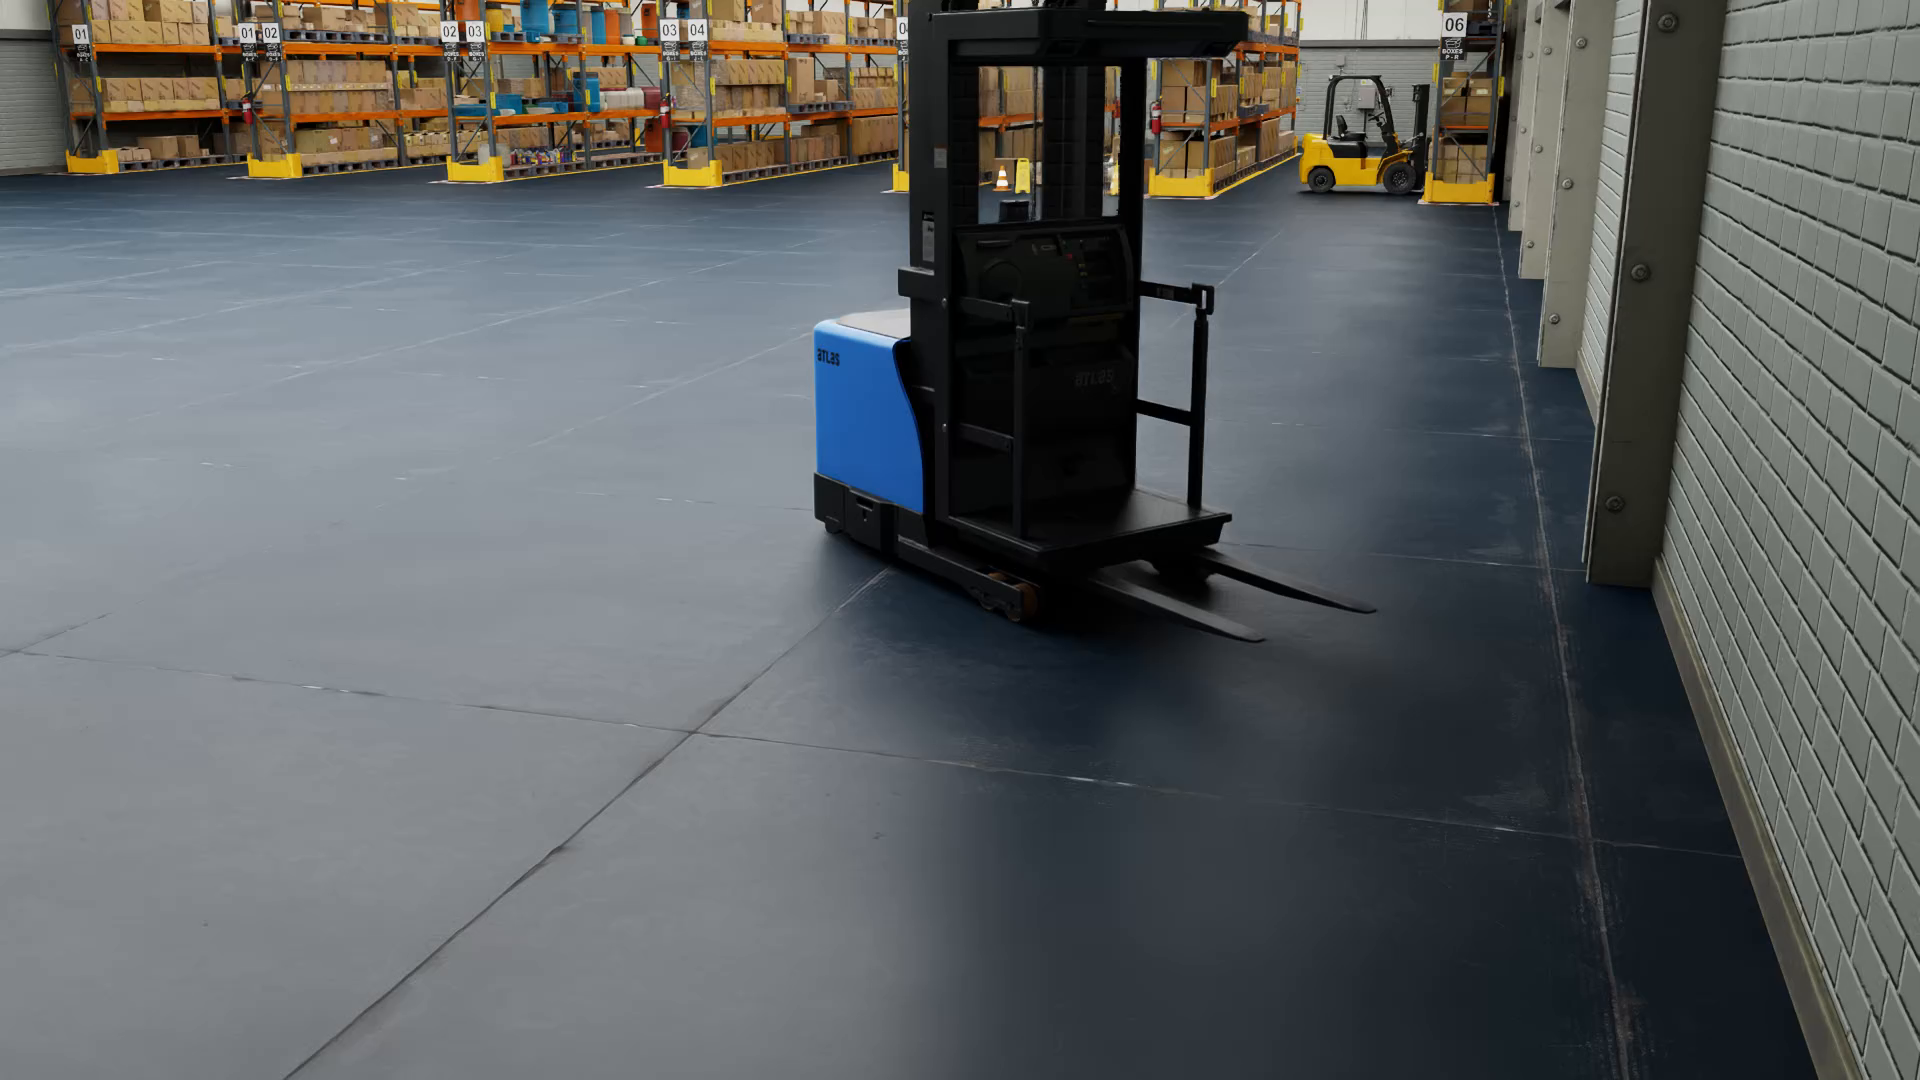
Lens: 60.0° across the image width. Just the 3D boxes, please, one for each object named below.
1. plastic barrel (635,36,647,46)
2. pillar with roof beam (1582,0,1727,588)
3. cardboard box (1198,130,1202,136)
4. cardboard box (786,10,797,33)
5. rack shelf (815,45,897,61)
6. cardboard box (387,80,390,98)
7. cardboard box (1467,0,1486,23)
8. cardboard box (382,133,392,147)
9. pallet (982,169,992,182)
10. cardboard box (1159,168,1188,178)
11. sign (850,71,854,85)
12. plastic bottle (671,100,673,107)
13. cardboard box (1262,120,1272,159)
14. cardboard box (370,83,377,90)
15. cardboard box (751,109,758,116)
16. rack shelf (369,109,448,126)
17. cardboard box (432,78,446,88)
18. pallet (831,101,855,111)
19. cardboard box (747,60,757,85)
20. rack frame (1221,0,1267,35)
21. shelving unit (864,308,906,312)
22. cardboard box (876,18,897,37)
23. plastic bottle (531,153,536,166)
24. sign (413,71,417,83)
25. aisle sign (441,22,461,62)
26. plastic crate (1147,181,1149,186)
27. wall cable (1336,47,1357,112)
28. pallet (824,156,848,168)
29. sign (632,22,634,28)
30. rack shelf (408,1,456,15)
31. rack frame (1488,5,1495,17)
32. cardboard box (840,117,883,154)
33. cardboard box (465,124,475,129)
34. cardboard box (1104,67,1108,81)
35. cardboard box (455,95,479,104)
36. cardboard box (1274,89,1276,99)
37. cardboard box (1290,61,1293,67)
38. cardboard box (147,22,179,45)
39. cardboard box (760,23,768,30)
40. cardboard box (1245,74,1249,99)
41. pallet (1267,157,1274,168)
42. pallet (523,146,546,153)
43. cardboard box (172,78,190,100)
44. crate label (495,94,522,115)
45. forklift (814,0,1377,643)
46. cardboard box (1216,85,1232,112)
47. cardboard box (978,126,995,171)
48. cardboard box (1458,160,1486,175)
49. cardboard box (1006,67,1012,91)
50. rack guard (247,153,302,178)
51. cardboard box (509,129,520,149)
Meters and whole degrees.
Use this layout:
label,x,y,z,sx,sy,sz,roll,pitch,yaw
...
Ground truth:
label,x,y,z,sx,sy,sz,roll,pitch,yaw
plastic barrel,-7.916,-12.382,41.275,0.294,0.245,0.294,0,16,0
pillar with roof beam,-1.044,-4.506,7.726,9.100,9.000,0.400,5,16,16
cardboard box,4.699,-8.274,33.710,0.380,0.149,0.250,5,17,17
cardboard box,-4.054,-11.462,36.787,0.797,0.503,0.637,4,16,13
rack shelf,-2.578,-12.319,42.084,1.077,0.370,4.000,5,16,16
cardboard box,-16.433,-12.693,46.817,0.500,0.500,0.500,5,16,16
cardboard box,9.121,-9.589,30.007,0.700,0.500,0.500,5,17,16
cardboard box,-13.939,-9.698,40.266,0.500,0.311,0.500,5,16,16
pallet,0.153,-7.706,35.113,1.003,0.211,1.213,5,16,16
cardboard box,4.060,-6.955,31.622,0.500,0.250,0.500,5,16,16
sign,-2.623,-11.178,40.264,0.100,0.325,0.005,5,16,16
plastic bottle,-7.375,-11.129,42.432,0.097,0.201,0.097,0,16,0
cardboard box,6.889,-9.517,39.510,0.875,0.875,0.875,5,17,17
cardboard box,-13.796,-10.560,38.692,0.380,0.149,0.250,4,16,14
cardboard box,-4.502,-9.061,35.237,0.380,0.149,0.250,5,16,16
rack shelf,-13.211,-10.598,41.516,1.077,0.370,4.000,5,16,16
cardboard box,-15.874,-13.373,49.430,0.980,0.700,0.700,4,16,14
pallet,-3.246,-10.411,39.891,1.213,0.211,1.003,5,16,16
cardboard box,-4.576,-9.793,34.798,0.500,0.500,0.500,5,16,16
rack frame,6.355,-12.816,37.023,1.000,3.000,0.127,5,16,16
shelving unit,-0.341,-0.686,8.826,0.252,1.050,0.215,-11,19,-33
cardboard box,-1.845,-13.696,44.485,0.700,0.500,0.500,4,16,13
plastic bottle,-9.354,-8.339,36.425,0.097,0.271,0.097,0,16,0
sign,-15.734,-13.377,48.017,0.100,0.325,0.005,5,16,16
aisle sign,-10.474,-10.244,34.186,0.394,0.787,0.004,5,16,16
plastic crate,3.986,-7.132,33.326,0.402,0.080,0.583,-1,16,-3
wall cable,11.572,-13.882,49.912,0.588,1.984,0.122,5,16,16
pallet,-3.370,-9.153,40.211,1.003,0.211,1.213,5,16,16
sign,-9.843,-15.381,49.941,0.100,0.325,0.005,5,16,16
rack shelf,-15.688,-15.768,49.482,1.077,0.370,4.000,5,16,16
rack frame,12.252,-13.479,39.359,1.000,3.000,0.127,5,16,16
cardboard box,-2.669,-10.290,42.234,1.225,0.875,0.875,5,16,16
cardboard box,-15.365,-12.621,51.142,0.700,0.500,0.500,5,16,16
cardboard box,3.679,-12.644,44.850,0.500,0.500,0.500,6,17,19
cardboard box,-12.788,-11.333,42.951,0.500,0.311,0.500,6,17,19
cardboard box,7.324,-10.743,40.068,0.500,0.250,0.500,5,17,17
cardboard box,8.566,-12.550,43.873,0.380,0.149,0.250,5,17,17
cardboard box,-18.714,-11.875,38.980,0.500,0.500,0.500,4,16,14
cardboard box,-4.304,-10.898,35.301,0.380,0.149,0.250,4,16,14
cardboard box,5.769,-9.508,34.857,0.500,0.500,0.500,5,16,16
pallet,7.000,-9.107,40.050,1.003,0.211,1.213,5,16,16
pallet,-12.046,-10.637,45.443,1.003,0.211,1.213,5,16,16
cardboard box,-18.658,-10.693,39.395,0.500,0.500,0.500,4,16,14
crate label,-9.905,-9.509,36.293,0.502,0.435,0.616,5,16,16
forklift,0.509,-1.209,7.219,1.130,2.935,3.031,-11,19,-33
cardboard box,5.048,-8.668,32.663,0.500,0.500,0.500,5,17,17
cardboard box,0.198,-8.262,35.084,0.875,0.875,0.875,5,17,17
cardboard box,9.175,-6.680,29.735,0.500,0.250,0.500,5,17,17
cardboard box,0.724,-10.035,36.197,0.700,0.500,0.500,4,16,15
rack guard,-14.923,-8.166,36.203,1.175,0.500,0.348,5,16,16
cardboard box,-12.096,-10.711,44.370,0.500,0.500,0.500,4,16,14
